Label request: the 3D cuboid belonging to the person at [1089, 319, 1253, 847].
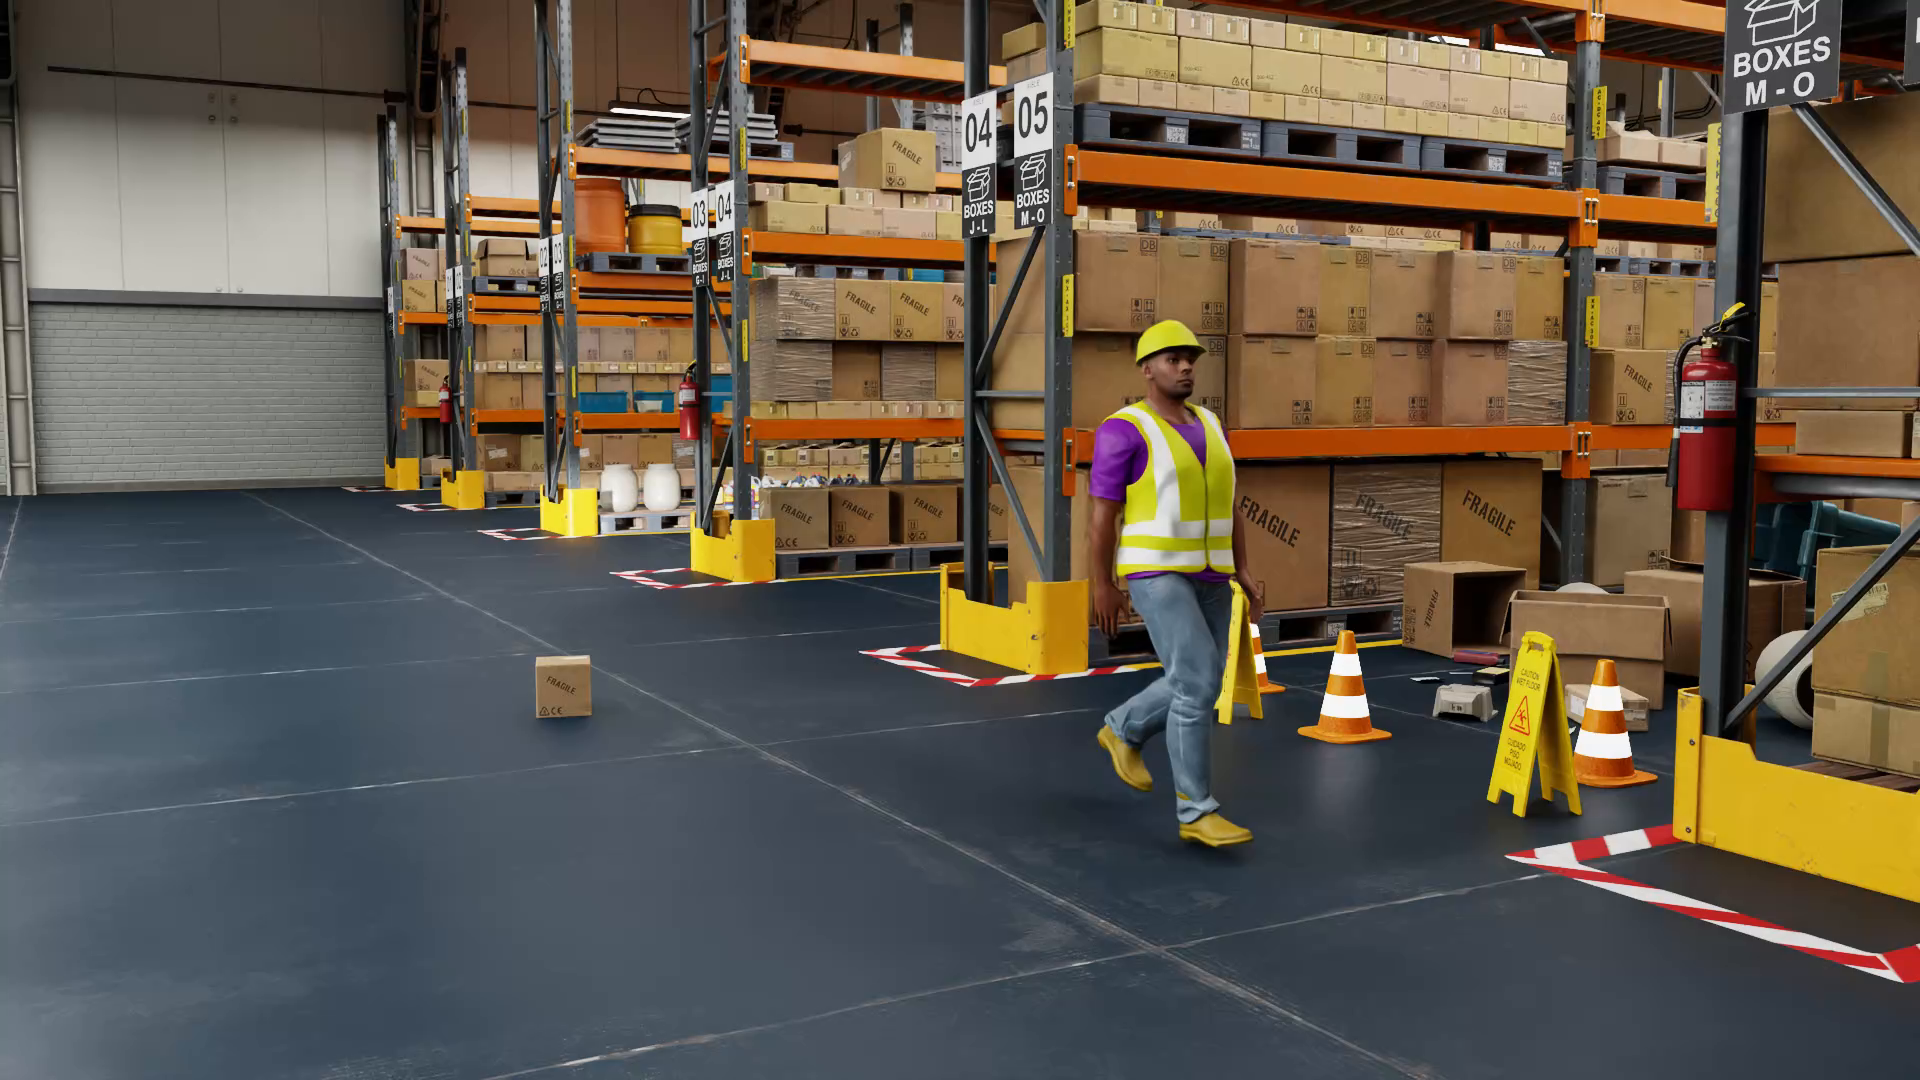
[{"bbox_3d":[0.726,0.120,5.690,0.556,1.736,0.899,-4,6,-38],"label":"person"}]
